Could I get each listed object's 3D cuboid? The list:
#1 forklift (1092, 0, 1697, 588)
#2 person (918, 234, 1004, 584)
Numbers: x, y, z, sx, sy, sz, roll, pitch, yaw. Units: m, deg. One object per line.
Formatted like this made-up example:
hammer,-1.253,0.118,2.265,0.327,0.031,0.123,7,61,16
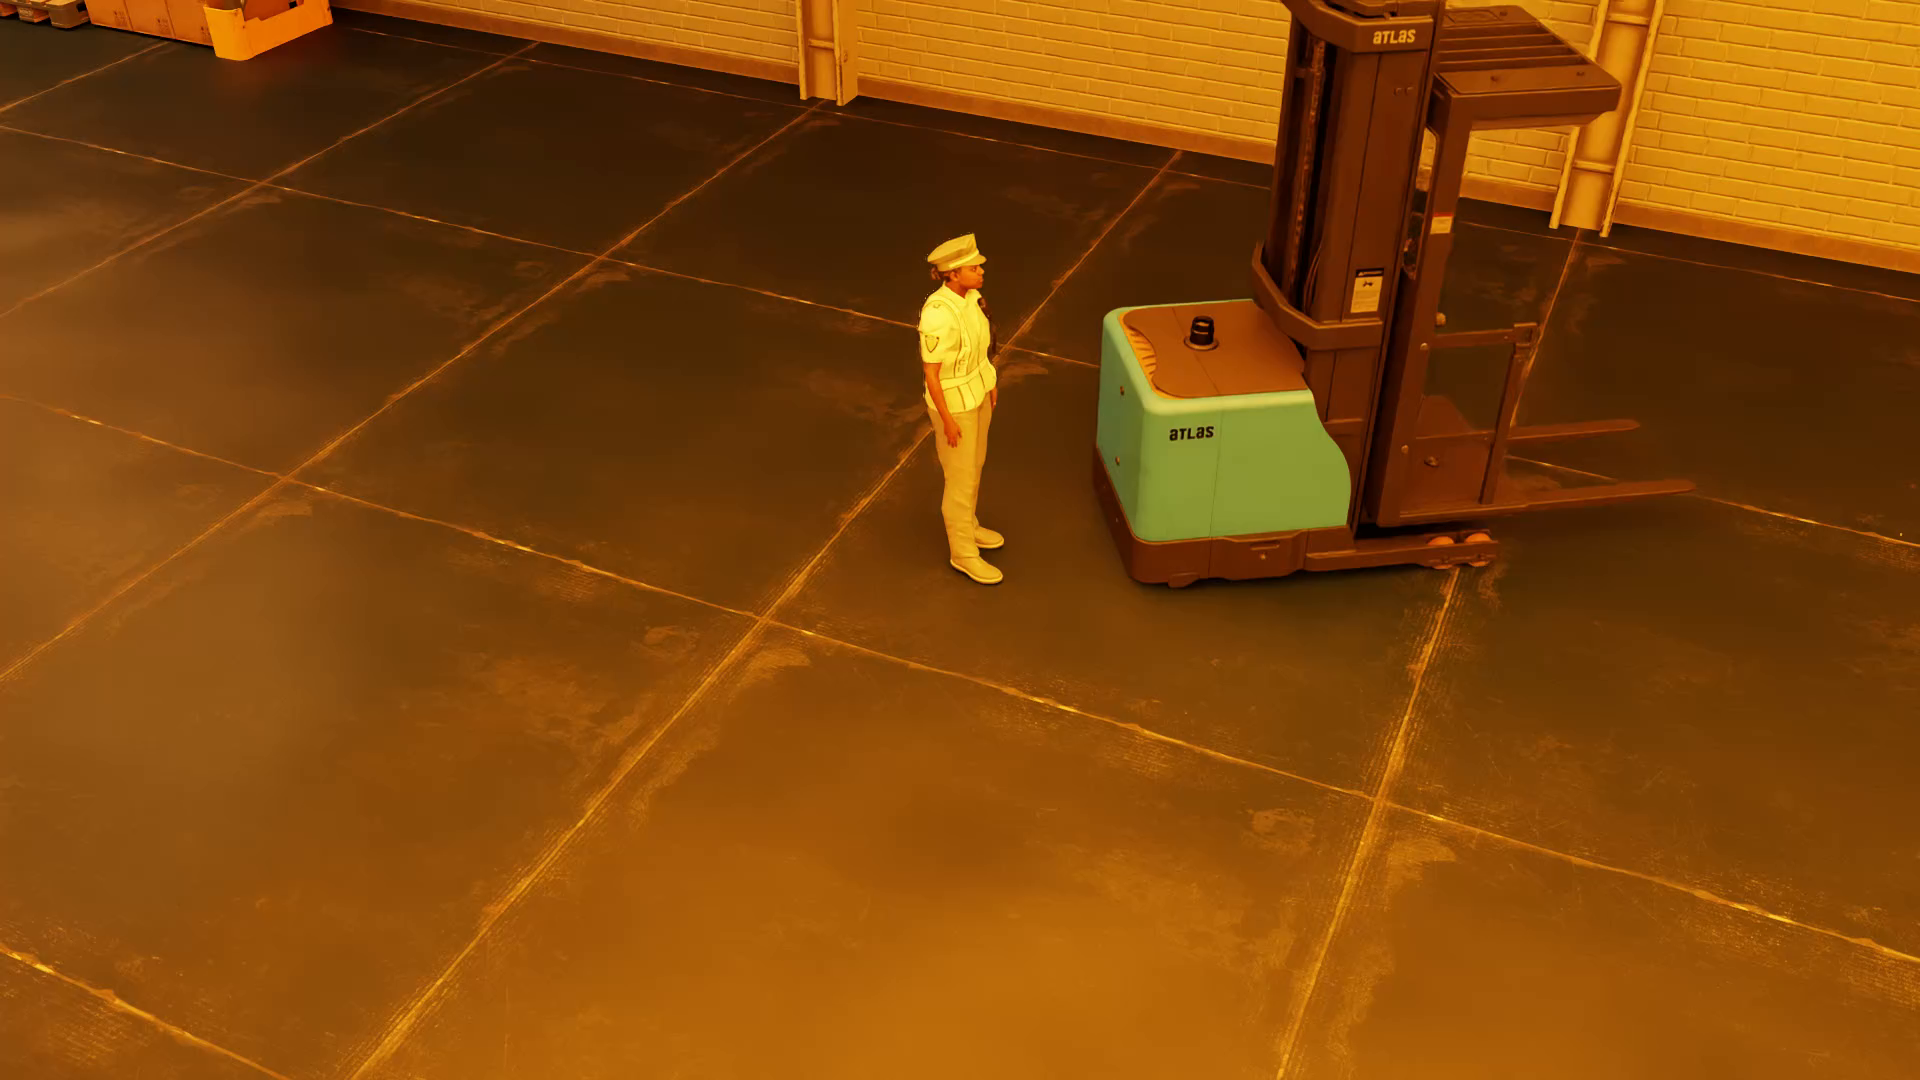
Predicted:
forklift,2.271,-1.344,7.971,3.031,2.935,1.130,-5,36,-7
person,0.067,-0.661,8.074,0.520,1.697,0.566,15,38,20
